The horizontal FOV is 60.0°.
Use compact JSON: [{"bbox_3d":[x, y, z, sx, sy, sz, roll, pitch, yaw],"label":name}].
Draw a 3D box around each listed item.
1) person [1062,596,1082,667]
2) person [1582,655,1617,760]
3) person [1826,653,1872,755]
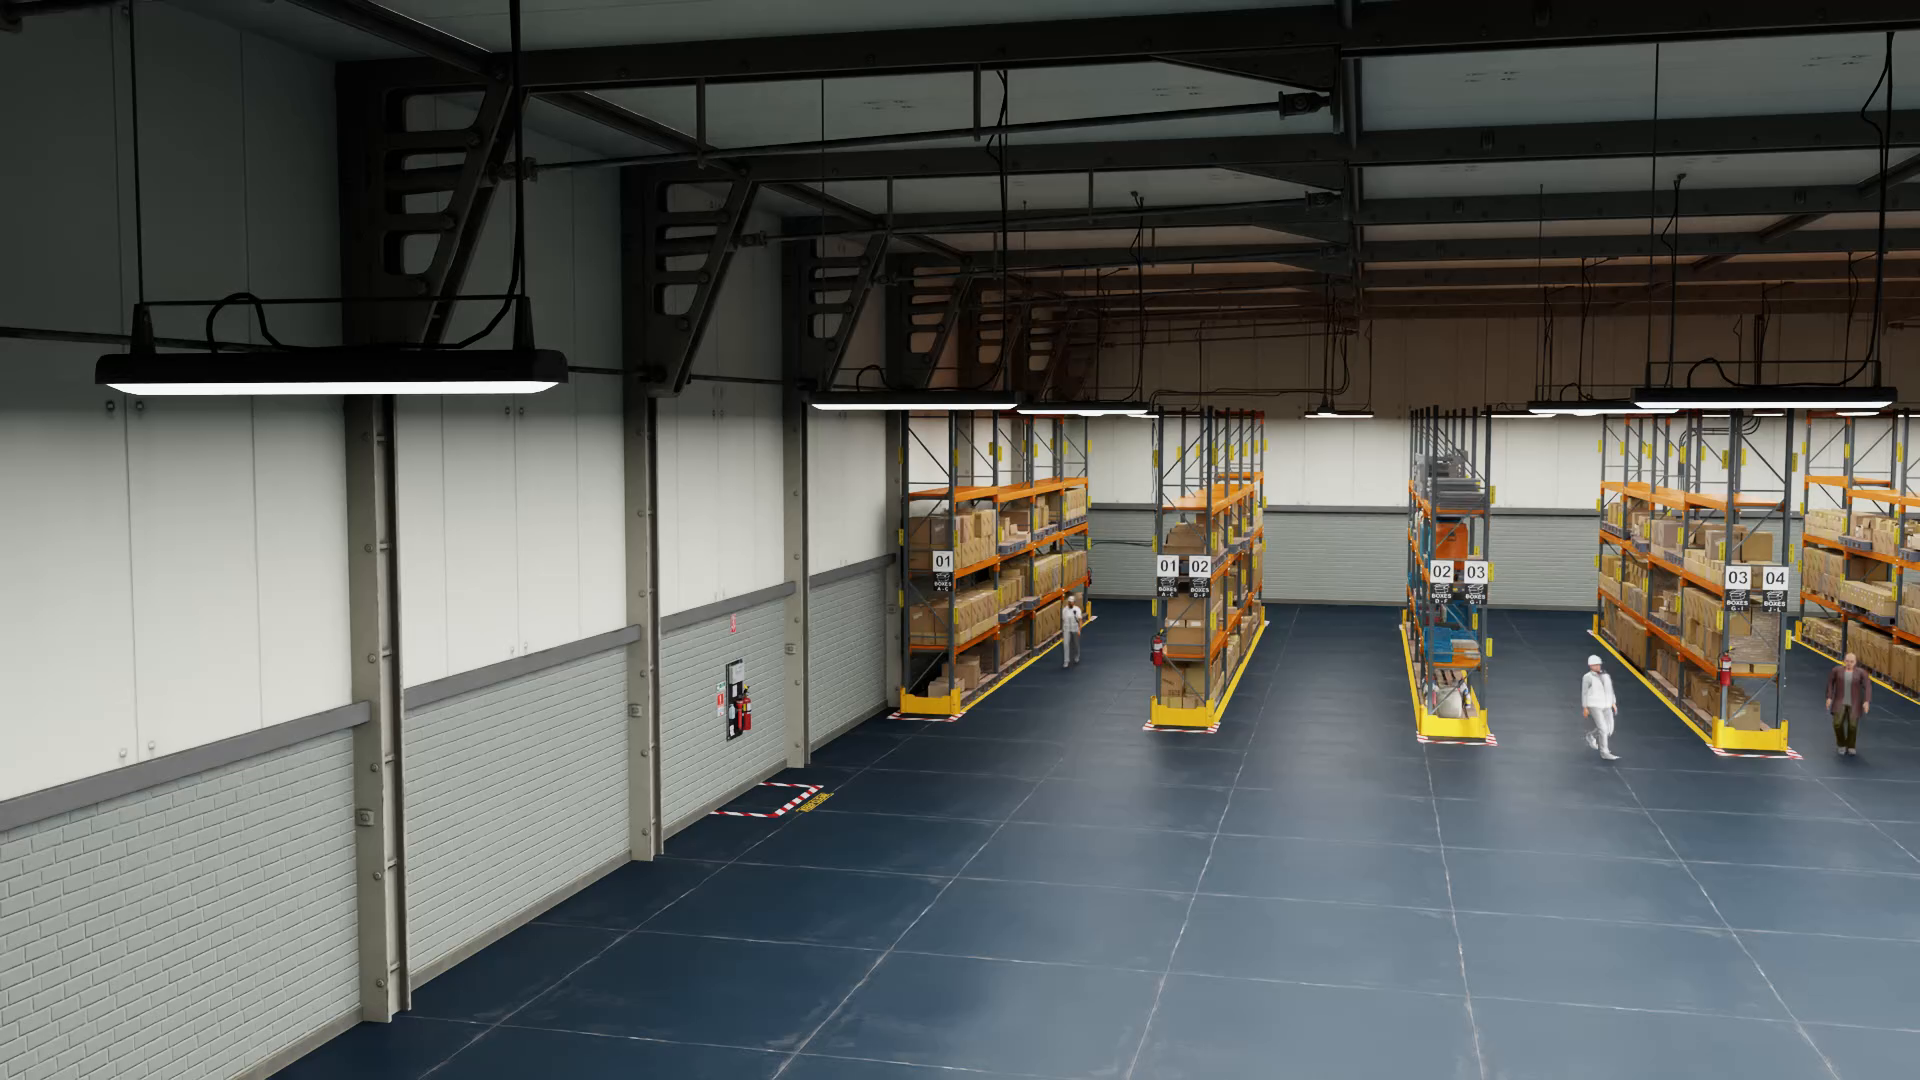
[{"bbox_3d":[2.608,2.117,38.856,0.506,1.604,1.034,1,4,11],"label":"person"},{"bbox_3d":[10.873,2.823,28.266,0.549,1.739,0.805,-2,4,-21],"label":"person"},{"bbox_3d":[15.230,2.840,28.519,0.716,1.821,0.544,3,5,33],"label":"person"}]
